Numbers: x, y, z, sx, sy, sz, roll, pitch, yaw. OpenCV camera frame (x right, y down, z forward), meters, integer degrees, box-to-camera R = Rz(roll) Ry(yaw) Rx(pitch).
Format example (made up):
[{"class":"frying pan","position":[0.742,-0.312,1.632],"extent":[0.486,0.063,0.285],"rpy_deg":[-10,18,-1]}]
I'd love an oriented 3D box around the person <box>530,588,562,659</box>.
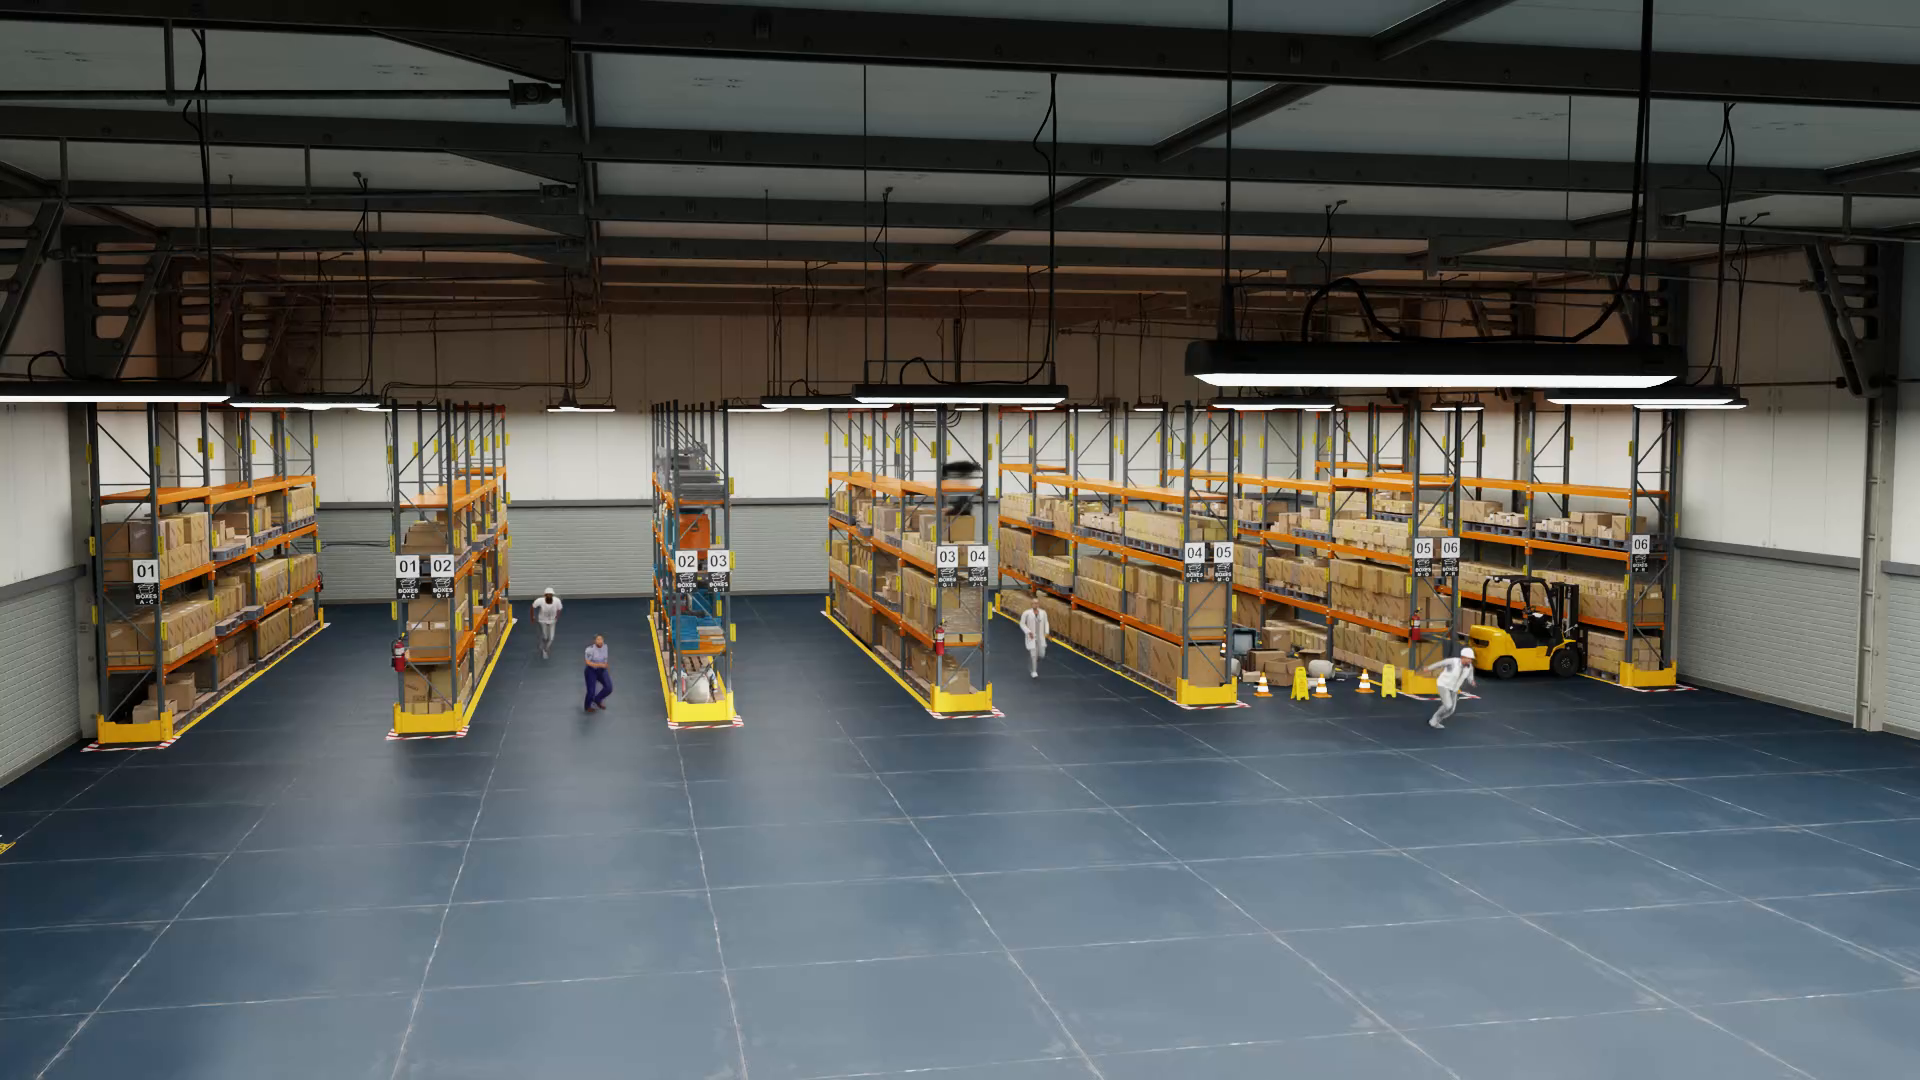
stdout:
[{"class":"person","position":[-9.687,1.954,39.020],"extent":[0.698,1.686,0.733],"rpy_deg":[-3,5,-30]}]

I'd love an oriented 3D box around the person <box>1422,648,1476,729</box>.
[{"class":"person","position":[8.908,2.680,30.044],"extent":[0.661,1.537,0.987],"rpy_deg":[-2,5,-24]}]

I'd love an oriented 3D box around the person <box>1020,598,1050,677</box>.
[{"class":"person","position":[1.635,2.130,36.318],"extent":[0.699,1.724,0.668],"rpy_deg":[-2,5,-20]}]

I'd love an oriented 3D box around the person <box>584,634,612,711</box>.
[{"class":"person","position":[-6.948,2.553,31.902],"extent":[0.608,1.526,0.817],"rpy_deg":[-4,6,-42]}]
